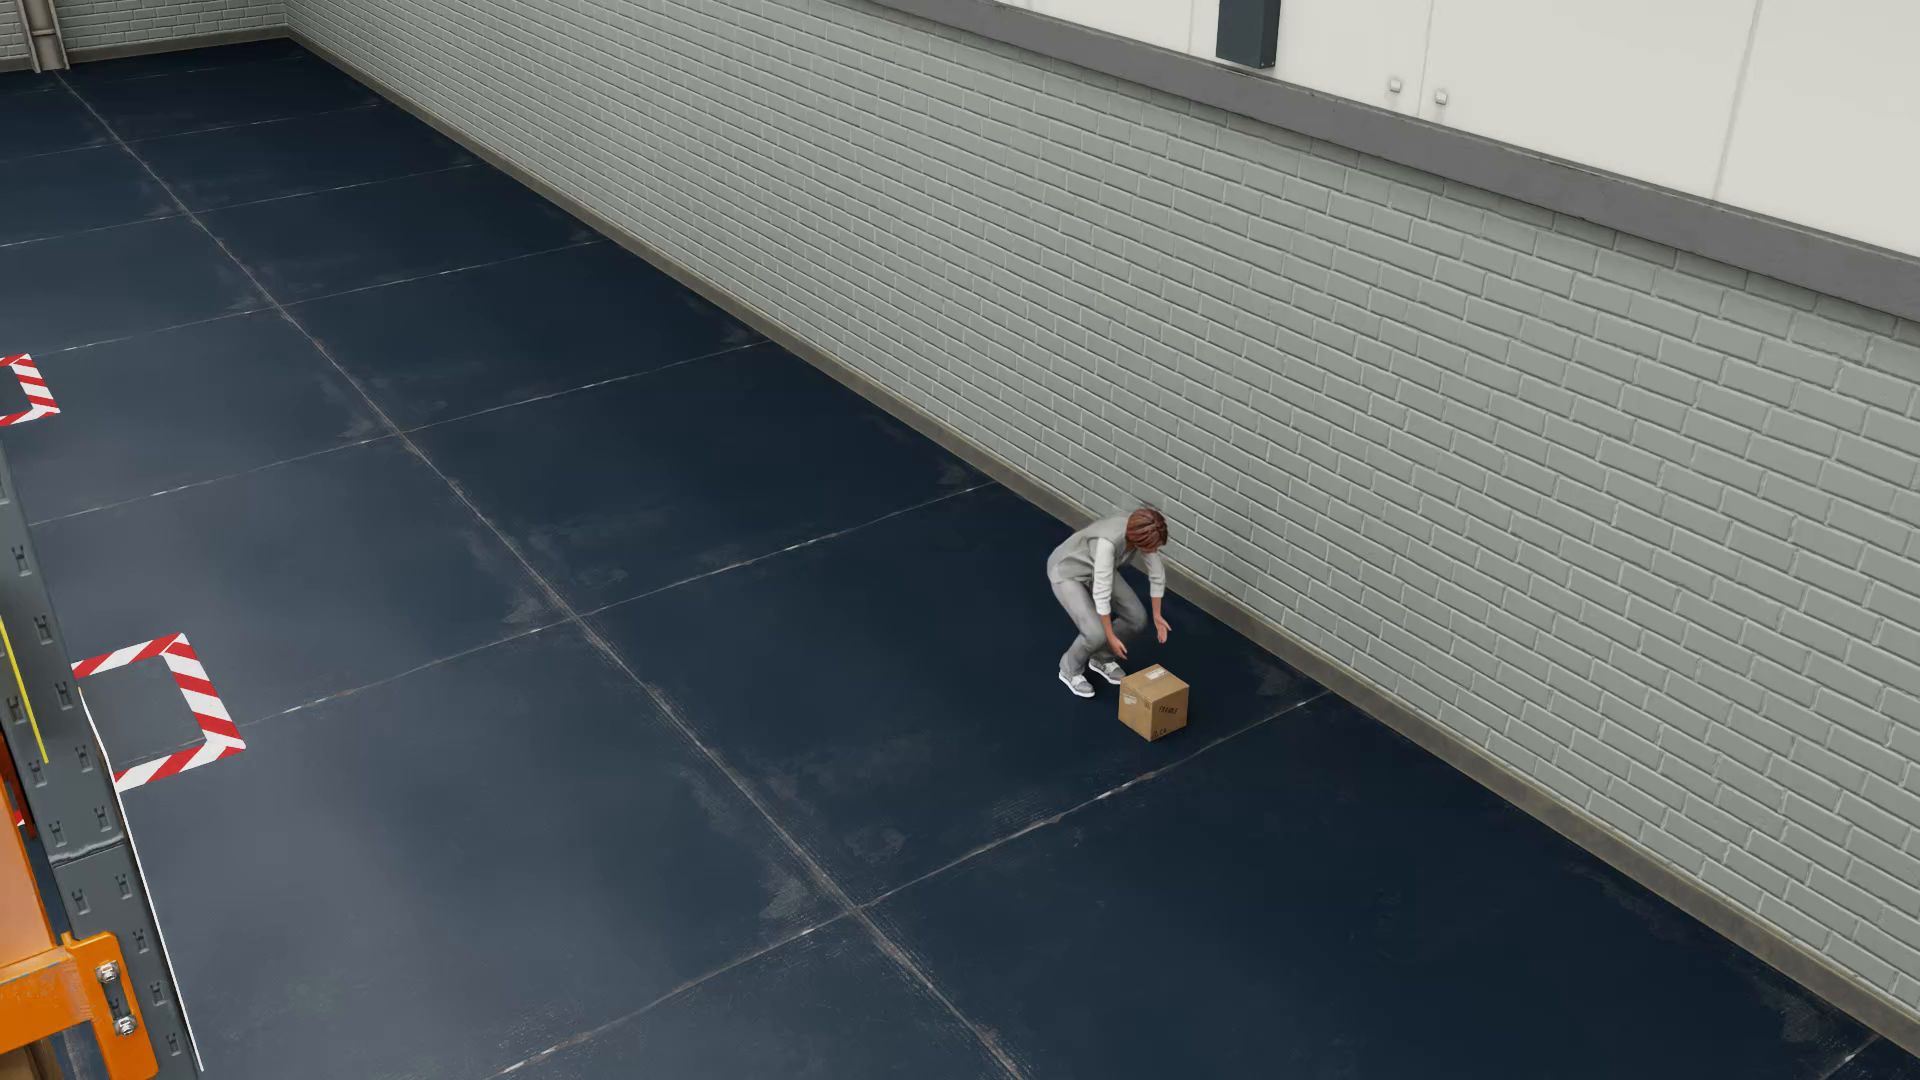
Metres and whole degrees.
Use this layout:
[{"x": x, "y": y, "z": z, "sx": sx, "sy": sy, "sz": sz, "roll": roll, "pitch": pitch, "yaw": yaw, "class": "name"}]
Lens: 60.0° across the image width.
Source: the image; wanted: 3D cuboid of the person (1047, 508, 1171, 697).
[{"x": 0.777, "y": 0.273, "z": 8.616, "sx": 0.463, "sy": 1.143, "sz": 0.725, "roll": -19, "pitch": 34, "yaw": -30, "class": "person"}]
